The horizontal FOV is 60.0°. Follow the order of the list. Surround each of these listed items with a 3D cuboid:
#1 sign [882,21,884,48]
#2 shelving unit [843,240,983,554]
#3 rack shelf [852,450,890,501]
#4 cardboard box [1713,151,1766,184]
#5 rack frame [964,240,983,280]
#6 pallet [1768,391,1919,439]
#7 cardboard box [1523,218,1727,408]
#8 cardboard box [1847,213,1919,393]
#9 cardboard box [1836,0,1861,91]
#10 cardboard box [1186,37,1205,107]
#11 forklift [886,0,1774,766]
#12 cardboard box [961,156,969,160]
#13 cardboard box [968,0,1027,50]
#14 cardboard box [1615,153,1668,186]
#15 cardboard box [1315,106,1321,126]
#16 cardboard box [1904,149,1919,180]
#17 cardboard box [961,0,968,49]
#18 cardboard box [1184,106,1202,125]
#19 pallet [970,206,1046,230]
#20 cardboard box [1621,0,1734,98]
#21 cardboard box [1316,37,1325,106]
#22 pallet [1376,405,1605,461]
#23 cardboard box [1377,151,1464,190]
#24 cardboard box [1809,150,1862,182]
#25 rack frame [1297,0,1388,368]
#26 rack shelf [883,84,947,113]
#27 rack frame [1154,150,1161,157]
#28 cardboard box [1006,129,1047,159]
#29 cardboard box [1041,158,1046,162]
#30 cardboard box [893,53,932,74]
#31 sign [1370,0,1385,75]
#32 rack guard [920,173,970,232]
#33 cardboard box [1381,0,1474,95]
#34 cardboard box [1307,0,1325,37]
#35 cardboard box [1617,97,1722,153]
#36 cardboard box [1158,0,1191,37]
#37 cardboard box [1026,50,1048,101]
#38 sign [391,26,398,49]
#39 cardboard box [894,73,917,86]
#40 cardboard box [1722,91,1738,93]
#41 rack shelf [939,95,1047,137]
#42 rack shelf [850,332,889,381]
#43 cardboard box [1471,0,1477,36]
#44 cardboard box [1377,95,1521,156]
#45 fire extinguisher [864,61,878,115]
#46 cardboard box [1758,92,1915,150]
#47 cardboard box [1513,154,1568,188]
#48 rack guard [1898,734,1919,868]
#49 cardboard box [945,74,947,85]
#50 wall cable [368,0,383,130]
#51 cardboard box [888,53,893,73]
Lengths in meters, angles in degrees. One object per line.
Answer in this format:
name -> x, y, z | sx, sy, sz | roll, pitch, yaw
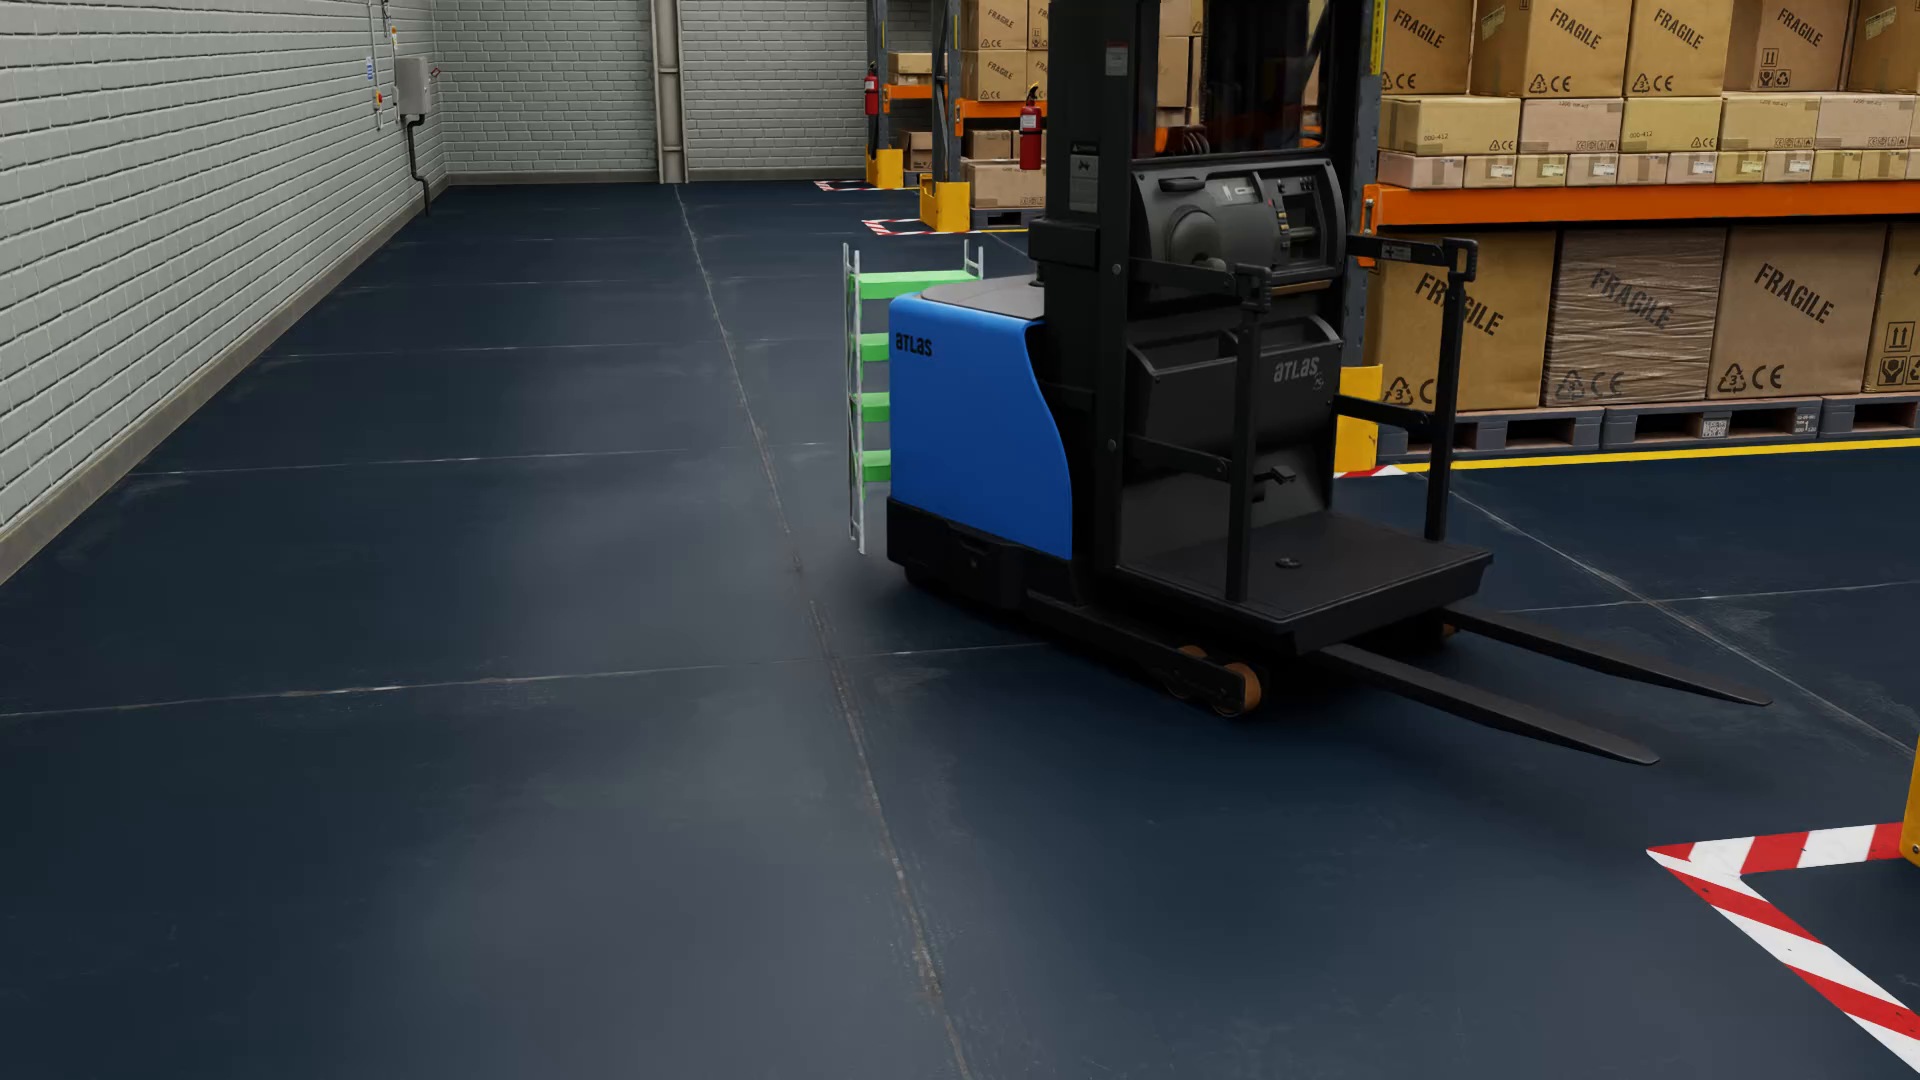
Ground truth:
sign -> -0.988, -6.469, 21.290 | 0.005, 0.325, 0.100 | -3, 17, -10
shelving unit -> -0.183, -0.570, 6.623 | 0.503, 1.200, 0.258 | -4, 18, -14
rack shelf -> -0.183, -0.279, 6.712 | 0.480, 0.148, 0.258 | -4, 18, -14
cardboard box -> 3.656, -1.815, 8.039 | 0.250, 0.149, 0.380 | -4, 17, -12
rack frame -> 0.053, -0.588, 6.681 | 0.015, 1.200, 0.240 | -4, 18, -14
pallet -> 4.901, -0.794, 9.037 | 1.213, 0.211, 1.003 | -3, 17, -10
cardboard box -> 3.241, -1.218, 8.574 | 0.875, 0.875, 0.875 | -3, 17, -10
cardboard box -> 4.999, -1.318, 8.898 | 0.875, 0.875, 0.875 | -3, 17, -10
cardboard box -> 4.658, -2.598, 8.632 | 0.500, 0.500, 0.500 | -3, 17, -10
cardboard box -> 1.907, -3.532, 12.525 | 0.500, 0.500, 0.500 | -3, 17, -10
forklift -> 1.043, -1.027, 5.162 | 1.130, 2.935, 3.031 | -14, 22, -37
cardboard box -> -0.048, -5.069, 22.346 | 0.250, 0.149, 0.380 | -4, 18, -13
cardboard box -> 0.380, -5.251, 16.926 | 0.500, 0.500, 0.500 | -4, 17, -12
cardboard box -> 3.154, -1.786, 7.947 | 0.250, 0.149, 0.380 | -4, 17, -12
cardboard box -> 2.795, -3.265, 12.759 | 0.250, 0.149, 0.380 | -3, 17, -8
cardboard box -> 4.668, -1.872, 8.227 | 0.250, 0.149, 0.380 | -3, 17, -9
cardboard box -> 0.283, -5.402, 17.418 | 0.500, 0.500, 0.500 | -3, 17, -9
cardboard box -> 1.790, -3.189, 12.512 | 0.250, 0.149, 0.380 | -4, 17, -12
pallet -> 0.625, -3.515, 17.896 | 1.213, 0.211, 1.003 | -3, 17, -10
cardboard box -> 3.256, -2.360, 7.859 | 0.500, 0.500, 0.500 | -4, 17, -12
cardboard box -> 2.889, -3.586, 12.701 | 0.500, 0.500, 0.500 | -4, 17, -12
pallet -> 2.505, -0.658, 8.595 | 1.213, 0.211, 1.003 | -3, 17, -10
cardboard box -> 2.146, -1.729, 7.759 | 0.250, 0.149, 0.380 | -3, 17, -10
cardboard box -> 4.163, -1.844, 8.133 | 0.250, 0.149, 0.380 | -4, 17, -11
rack frame -> 1.735, -1.924, 7.967 | 0.127, 3.000, 1.000 | -3, 17, -10
rack shelf -> 0.873, -5.979, 22.395 | 4.000, 0.370, 1.077 | -3, 17, -10
rack frame -> 2.837, -6.434, 22.652 | 0.127, 3.000, 1.000 | -3, 17, -10
cardboard box -> 0.913, -5.261, 22.374 | 0.500, 0.500, 0.500 | -3, 17, -9
cardboard box -> 1.381, -3.876, 17.970 | 0.875, 0.438, 0.875 | -3, 17, -9
cardboard box -> -0.594, -6.230, 21.734 | 0.500, 0.250, 0.500 | -3, 17, -10
sign -> 1.834, -2.215, 7.306 | 0.005, 0.325, 0.100 | -3, 17, -10
rack guard -> -0.169, -3.585, 17.631 | 0.348, 0.500, 1.175 | -3, 17, -10
cardboard box -> 2.163, -2.456, 8.170 | 0.500, 0.500, 0.500 | -3, 17, -10
cardboard box -> 2.393, -4.028, 12.439 | 0.500, 0.500, 0.500 | -4, 17, -12
cardboard box -> 3.260, -2.001, 7.967 | 0.500, 0.250, 0.500 | -4, 17, -12
cardboard box -> 1.384, -3.976, 12.268 | 0.500, 0.500, 0.500 | -3, 17, -11
cardboard box -> 0.872, -4.809, 17.189 | 0.500, 0.500, 0.500 | -3, 17, -11
sign -> -6.125, -5.441, 18.011 | 0.001, 0.242, 0.339 | -3, 17, -10
cardboard box -> -0.716, -6.031, 21.765 | 0.250, 0.149, 0.380 | -3, 17, -11
cardboard box -> 3.669, -2.185, 8.565 | 0.500, 0.250, 0.500 | -3, 17, -10
rack shelf -> 1.818, -4.548, 17.737 | 4.000, 0.370, 1.077 | -3, 17, -10
rack shelf -> -0.183, -0.738, 6.571 | 0.480, 0.148, 0.258 | -4, 18, -14
cardboard box -> 3.904, -4.116, 12.723 | 0.500, 0.500, 0.500 | -4, 17, -12
cardboard box -> 2.257, -1.943, 7.779 | 0.500, 0.250, 0.500 | -4, 17, -12
fire extinguisher -> -1.147, -5.855, 21.532 | 0.183, 0.674, 0.296 | -3, 17, -10
cardboard box -> 4.270, -2.059, 8.155 | 0.500, 0.250, 0.500 | -3, 17, -9
cardboard box -> 2.649, -1.758, 7.853 | 0.250, 0.149, 0.380 | -4, 17, -12
rack guard -> 2.653, 0.704, 3.669 | 0.348, 0.500, 1.175 | -3, 17, -10
cardboard box -> -0.223, -6.083, 21.935 | 0.250, 0.149, 0.380 | -3, 17, -11
wall cable -> -5.677, -4.961, 16.070 | 0.123, 1.953, 0.585 | -3, 17, -10
cardboard box -> -0.689, -6.384, 22.237 | 0.500, 0.250, 0.500 | -3, 17, -9
